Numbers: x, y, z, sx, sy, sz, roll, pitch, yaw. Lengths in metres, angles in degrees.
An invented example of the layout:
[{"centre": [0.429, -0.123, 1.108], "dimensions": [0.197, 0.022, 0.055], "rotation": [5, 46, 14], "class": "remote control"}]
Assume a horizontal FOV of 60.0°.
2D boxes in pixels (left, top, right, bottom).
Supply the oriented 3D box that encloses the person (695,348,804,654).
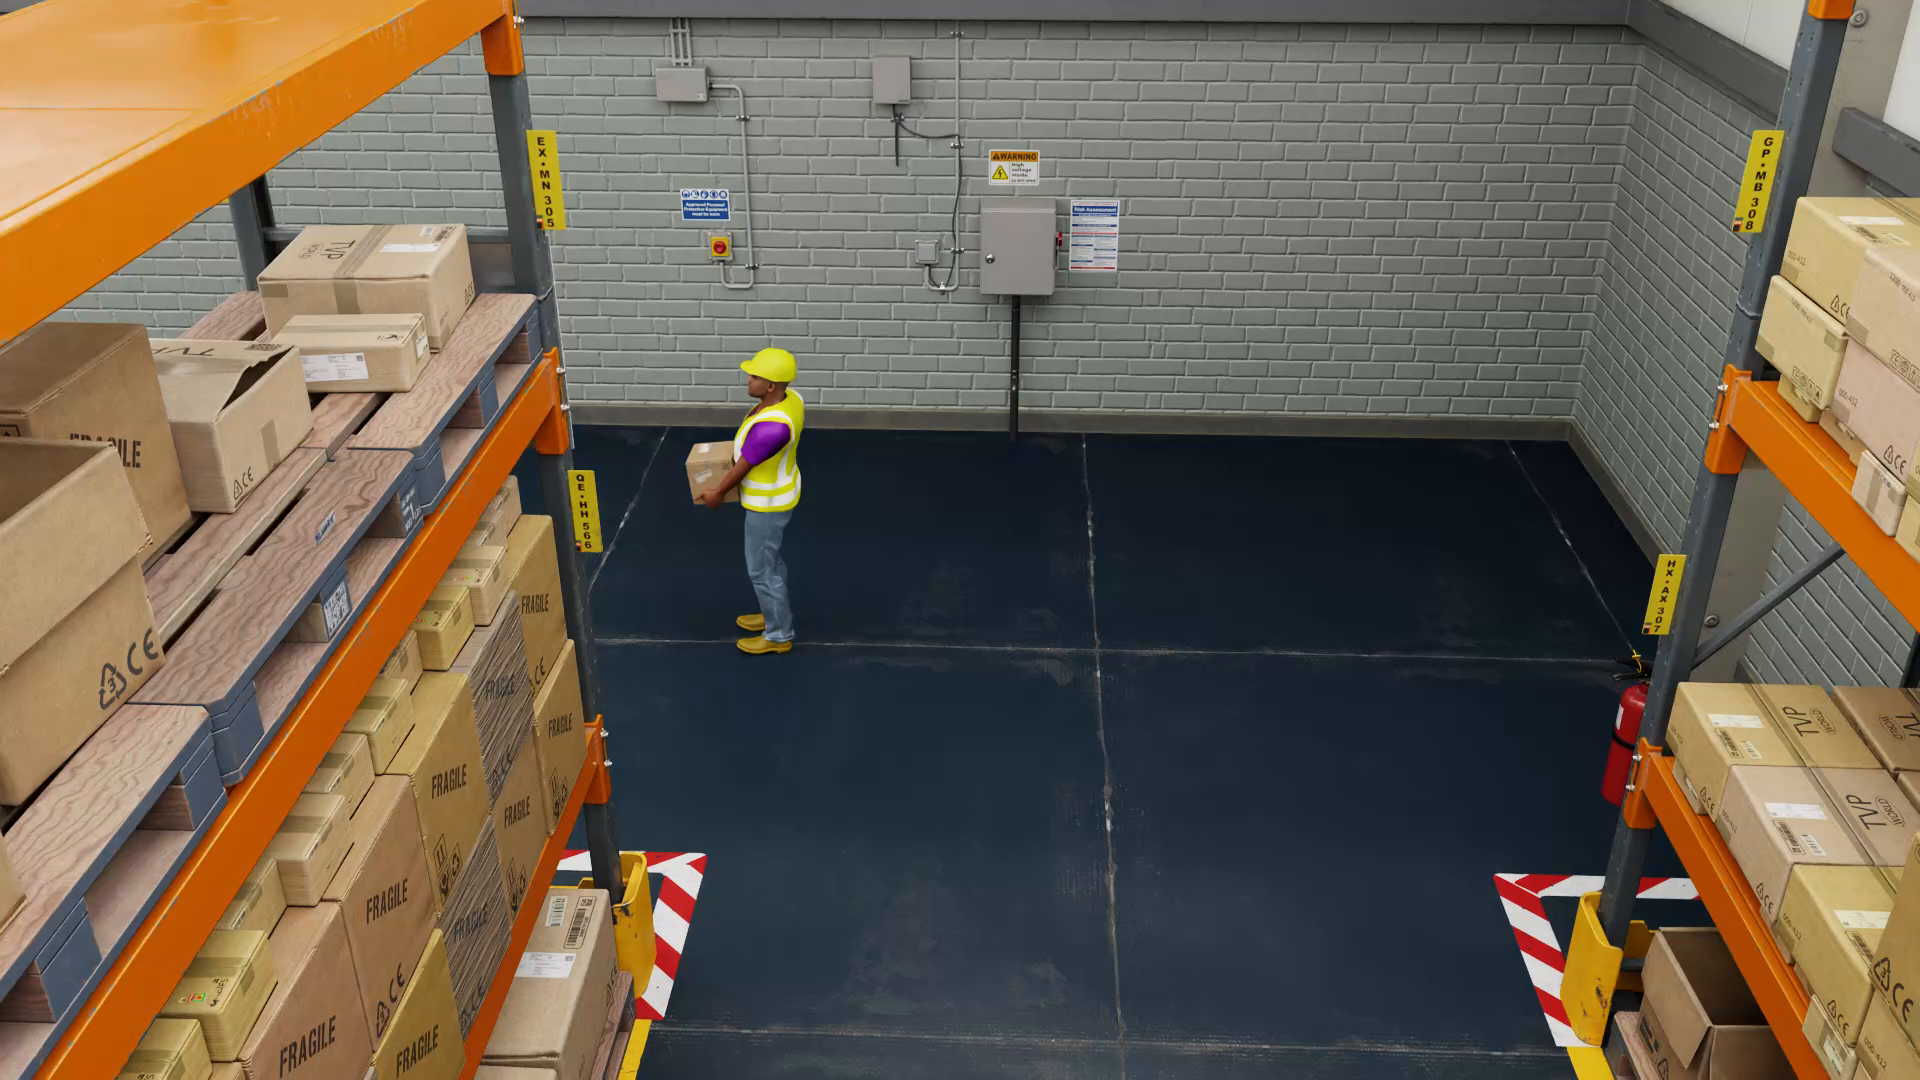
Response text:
[{"centre": [-1.127, -0.218, 9.014], "dimensions": [0.577, 1.760, 0.503], "rotation": [1, 28, 2], "class": "person"}]
